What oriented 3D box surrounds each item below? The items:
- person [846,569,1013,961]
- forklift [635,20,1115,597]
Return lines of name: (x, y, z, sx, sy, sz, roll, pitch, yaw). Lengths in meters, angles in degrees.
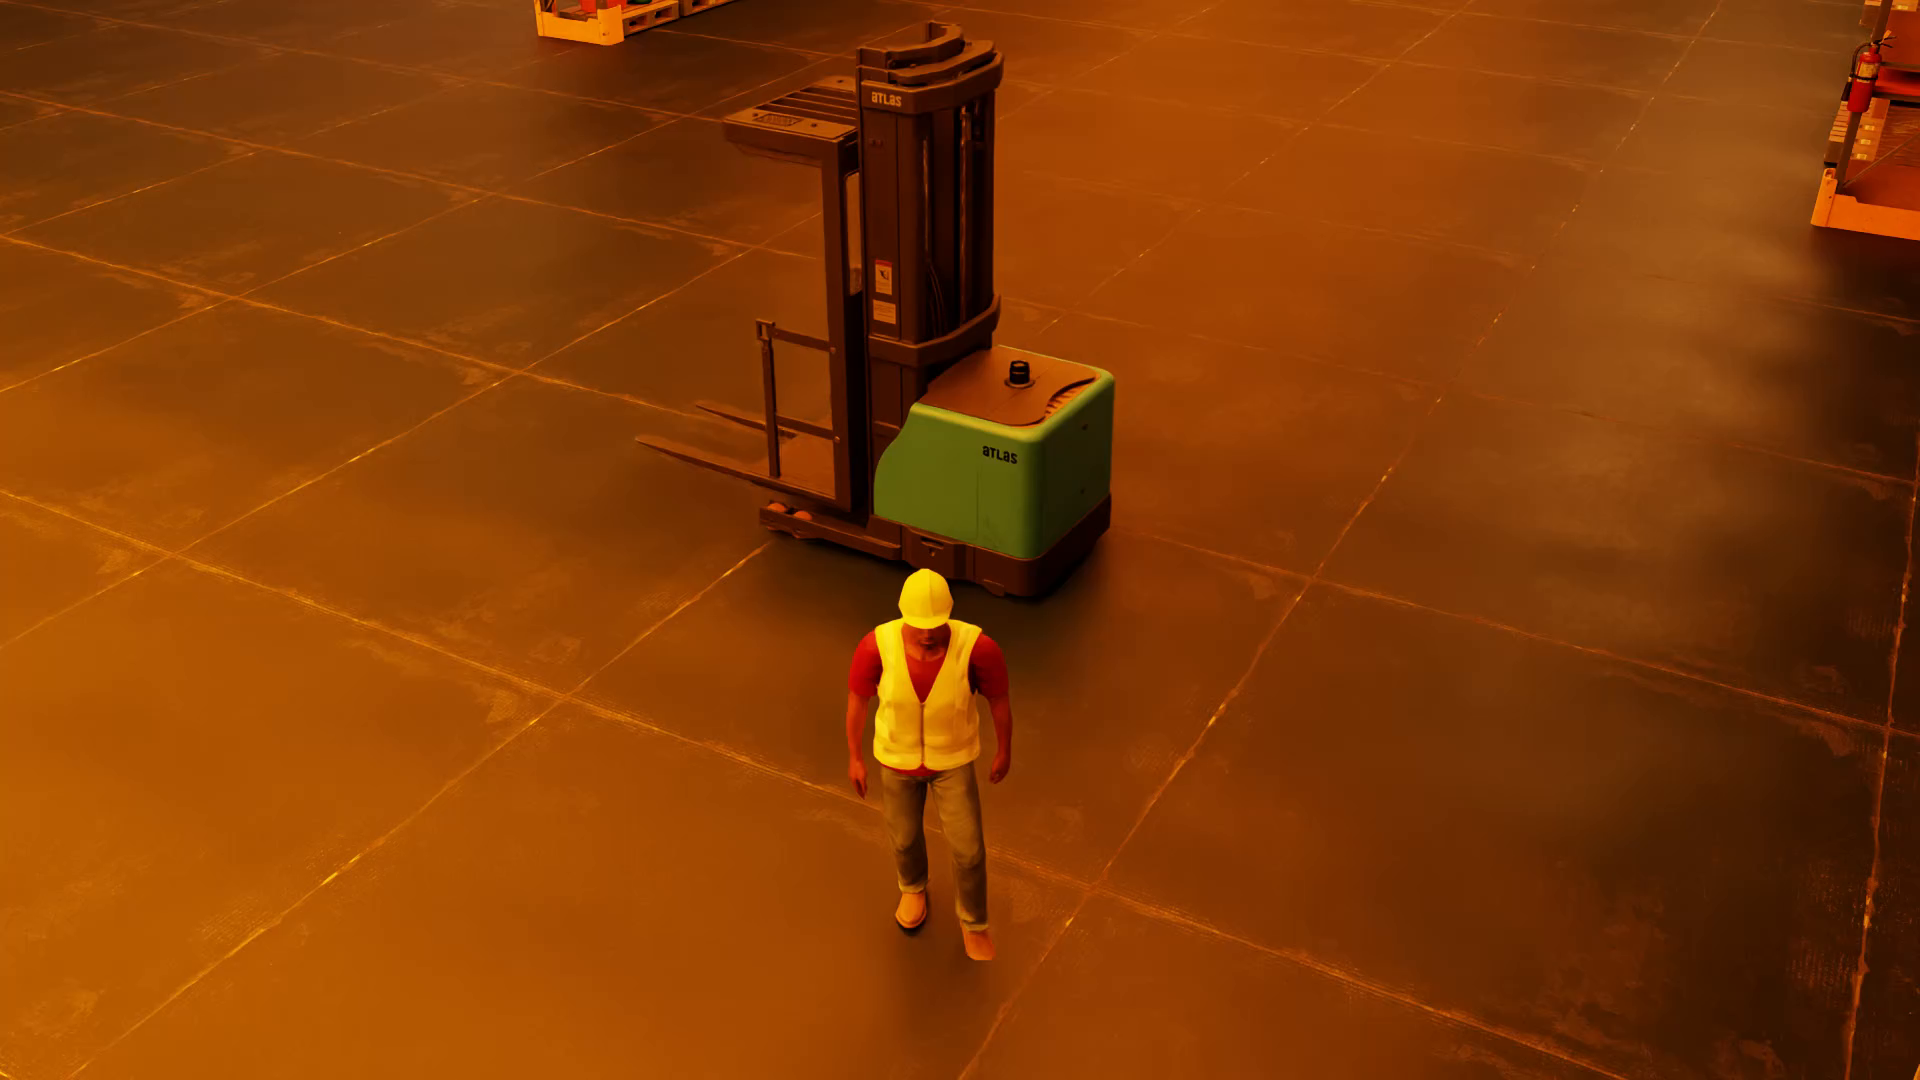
person: (-0.129, 0.919, 6.733, 0.672, 1.808, 0.512, 2, 30, 3)
forklift: (-0.622, -1.482, 9.638, 3.031, 2.935, 1.130, 17, 34, 26)
